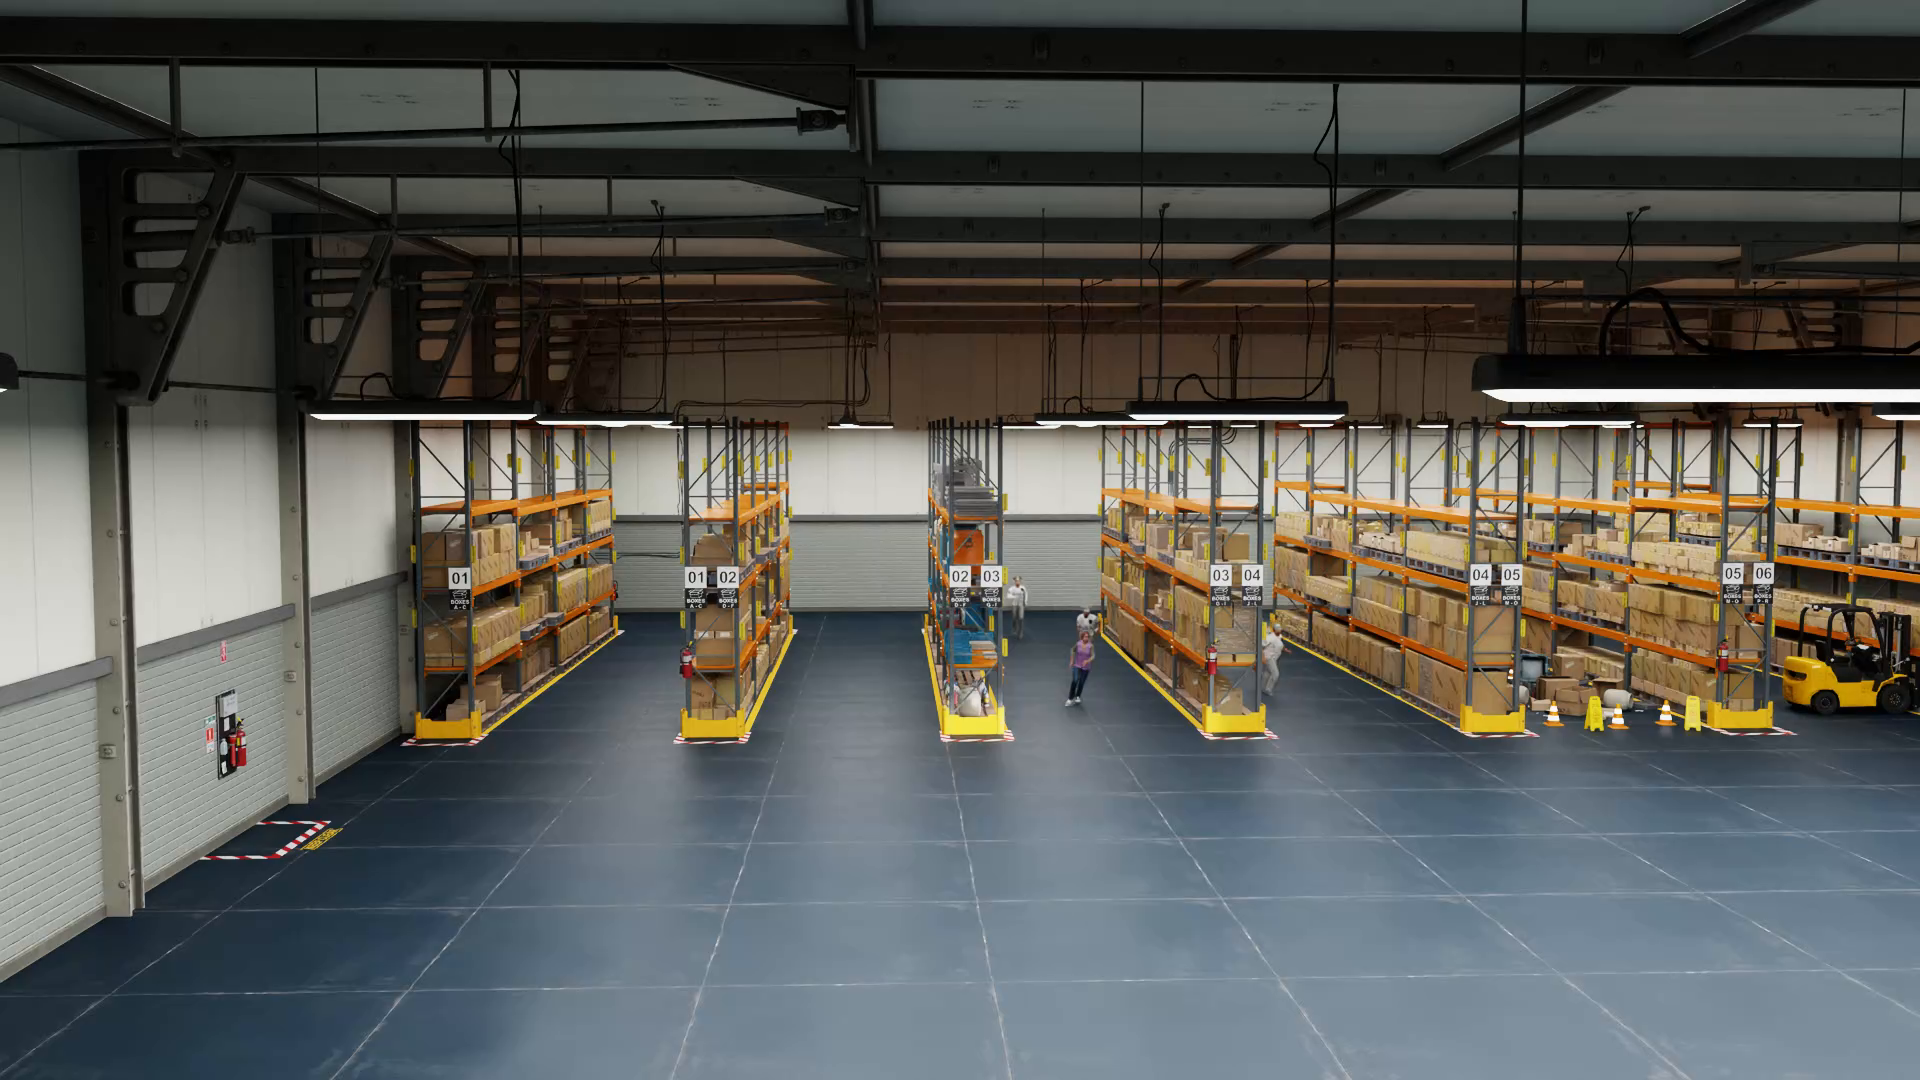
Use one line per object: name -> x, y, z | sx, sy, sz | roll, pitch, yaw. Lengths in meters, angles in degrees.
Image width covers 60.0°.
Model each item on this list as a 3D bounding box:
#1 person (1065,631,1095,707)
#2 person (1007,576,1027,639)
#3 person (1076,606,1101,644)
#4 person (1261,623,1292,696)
person -> 2.504, 2.664, 34.628 | 0.610, 1.557, 0.747 | 0, 4, 4
person -> 1.597, 1.861, 46.196 | 0.586, 1.736, 0.845 | 0, 4, -3
person -> 3.130, 2.336, 40.517 | 0.593, 1.505, 0.811 | 0, 4, 6
person -> 6.826, 2.607, 36.206 | 0.811, 1.639, 0.654 | 3, 5, 36
